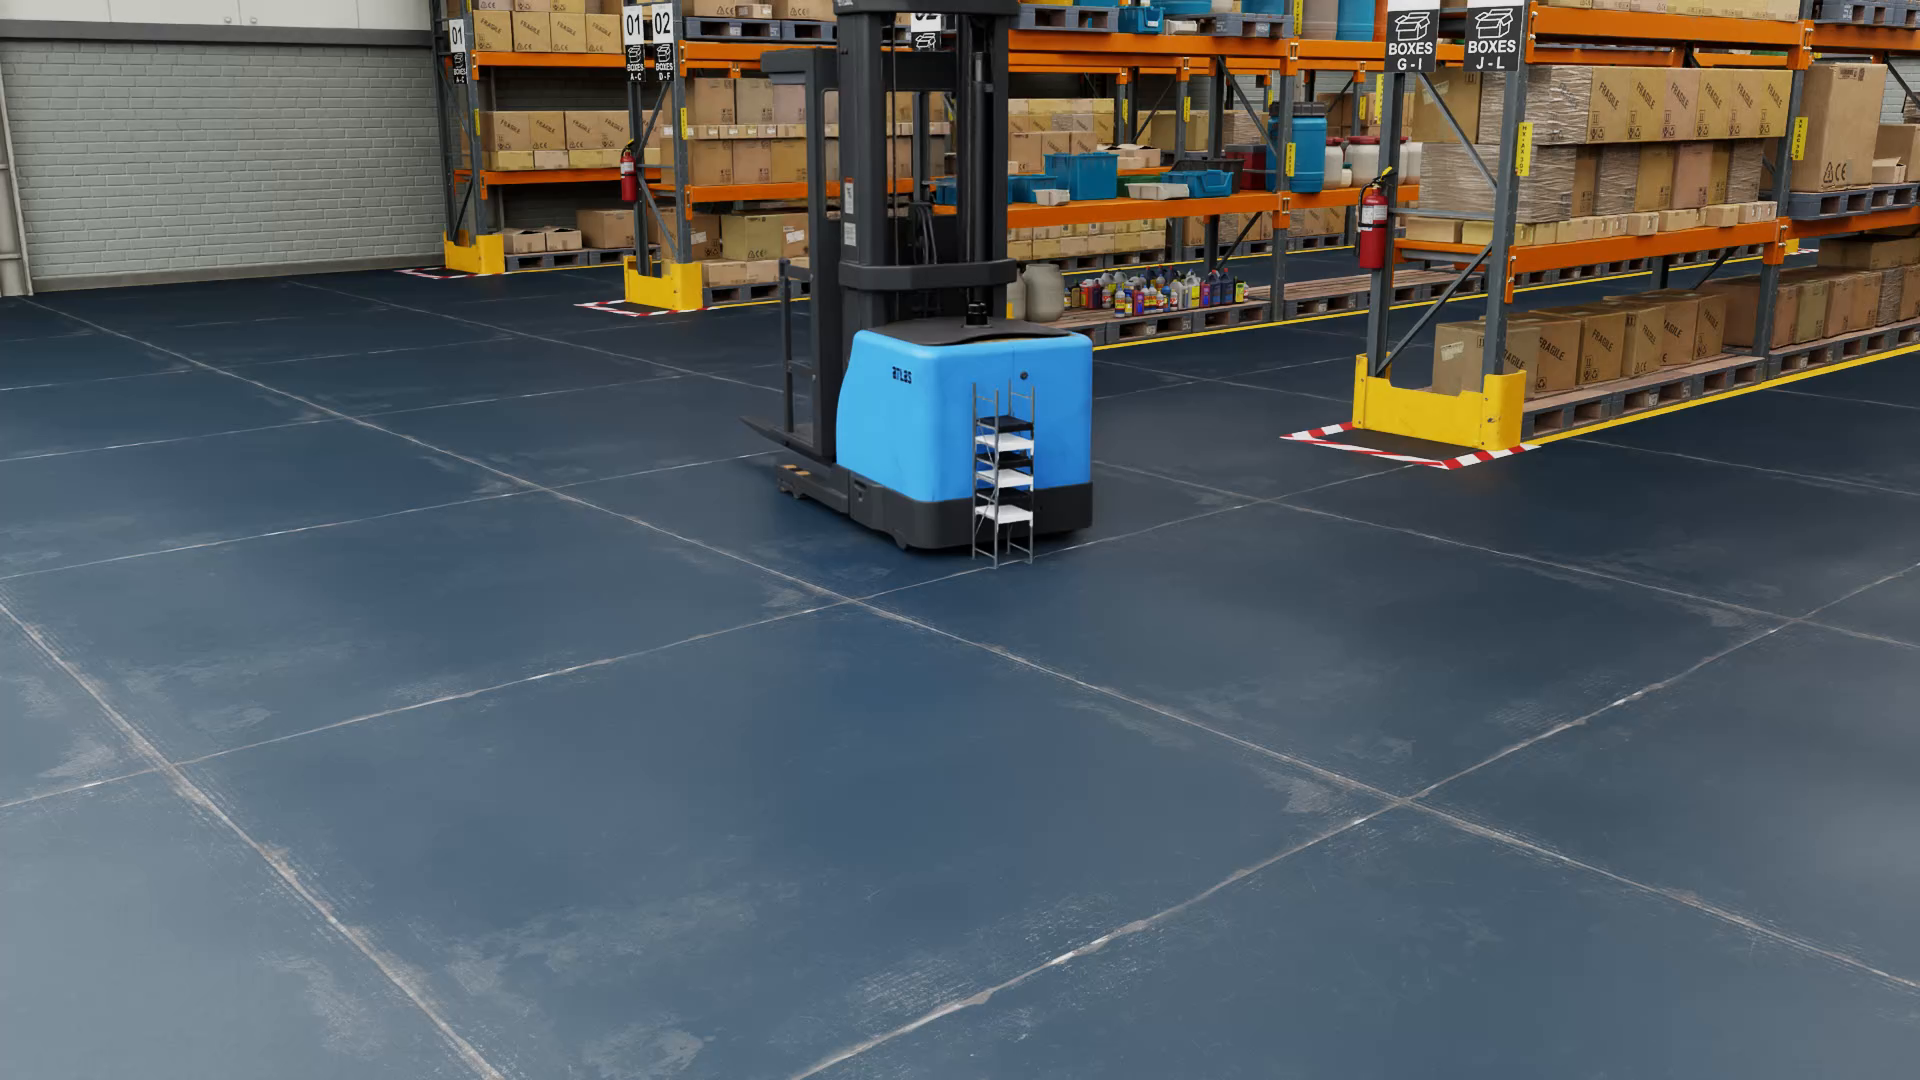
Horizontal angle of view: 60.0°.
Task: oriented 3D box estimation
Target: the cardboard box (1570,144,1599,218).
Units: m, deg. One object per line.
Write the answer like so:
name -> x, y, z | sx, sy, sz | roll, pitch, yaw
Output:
cardboard box -> 3.934, -2.545, 11.695 | 0.500, 0.500, 0.875 | -13, 19, -39

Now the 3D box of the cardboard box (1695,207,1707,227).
cardboard box -> 5.438, -2.468, 12.663 | 0.250, 0.149, 0.380 | -13, 19, -39

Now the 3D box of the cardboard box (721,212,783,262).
cardboard box -> -2.371, -3.456, 18.936 | 0.500, 0.500, 0.500 | -13, 19, -39

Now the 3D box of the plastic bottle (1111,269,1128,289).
plastic bottle -> 1.625, -2.572, 16.846 | 0.185, 0.351, 0.144 | -13, 20, -40

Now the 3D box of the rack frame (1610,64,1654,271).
rack frame -> 9.004, -5.154, 22.233 | 0.127, 3.000, 1.000 | -13, 19, -39

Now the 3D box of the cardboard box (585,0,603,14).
cardboard box -> -5.223, -7.422, 22.740 | 0.500, 0.500, 0.500 | -13, 20, -39

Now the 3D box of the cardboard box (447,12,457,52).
cardboard box -> -6.403, -6.677, 21.890 | 0.500, 0.500, 0.500 | -11, 18, -35

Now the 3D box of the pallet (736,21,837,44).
pallet -> -1.826, -5.815, 19.067 | 1.213, 0.211, 1.003 | -13, 19, -39

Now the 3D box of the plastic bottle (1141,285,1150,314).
plastic bottle -> 1.782, -2.320, 16.058 | 0.097, 0.271, 0.097 | 0, 15, 0

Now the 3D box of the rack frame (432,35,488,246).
rack frame -> -6.552, -5.050, 21.843 | 0.127, 3.000, 1.000 | -13, 19, -39

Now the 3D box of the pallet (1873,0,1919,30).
pallet -> 7.536, -4.453, 14.161 | 1.003, 0.211, 1.213 | -13, 19, -39

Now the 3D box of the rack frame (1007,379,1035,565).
rack frame -> 0.300, -0.336, 8.264 | 0.006, 0.900, 0.240 | -8, 17, -28

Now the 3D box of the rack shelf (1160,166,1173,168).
rack shelf -> 4.247, -5.433, 24.670 | 4.000, 0.370, 1.077 | -13, 19, -39

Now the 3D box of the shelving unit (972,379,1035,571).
shelving unit -> 0.212, -0.323, 8.216 | 0.210, 0.900, 0.258 | -8, 17, -28

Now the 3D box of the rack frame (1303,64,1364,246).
rack frame -> 5.755, -6.119, 25.846 | 0.127, 3.000, 1.000 | -13, 19, -39

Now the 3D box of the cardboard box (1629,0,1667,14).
cardboard box -> 4.497, -3.737, 11.405 | 0.500, 0.250, 0.500 | -13, 20, -40

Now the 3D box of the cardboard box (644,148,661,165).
cardboard box -> -4.443, -5.355, 23.235 | 0.500, 0.250, 0.500 | -13, 20, -40

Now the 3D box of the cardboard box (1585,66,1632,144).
cardboard box -> 4.178, -2.956, 11.295 | 0.500, 0.500, 0.500 | -13, 19, -39

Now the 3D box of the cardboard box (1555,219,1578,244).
cardboard box -> 3.974, -2.116, 11.345 | 0.250, 0.149, 0.380 | -13, 19, -39

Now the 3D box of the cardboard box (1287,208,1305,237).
cardboard box -> 4.814, -4.818, 24.965 | 0.500, 0.500, 0.500 | -12, 19, -39

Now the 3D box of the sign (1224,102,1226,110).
sign -> 5.159, -8.326, 32.277 | 0.005, 0.325, 0.100 | -13, 19, -39

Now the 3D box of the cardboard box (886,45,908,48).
cardboard box -> -0.883, -7.646, 25.885 | 0.500, 0.311, 0.500 | -13, 19, -39

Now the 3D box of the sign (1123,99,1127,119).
sign -> 2.864, -7.500, 28.925 | 0.005, 0.325, 0.100 | -13, 19, -39

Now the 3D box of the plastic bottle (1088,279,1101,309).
plastic bottle -> 1.328, -2.435, 16.464 | 0.133, 0.283, 0.061 | -13, 19, -39

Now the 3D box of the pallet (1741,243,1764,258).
pallet -> 11.374, -4.352, 24.635 | 1.213, 0.211, 1.003 | -13, 19, -39

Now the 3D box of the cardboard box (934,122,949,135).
cardboard box -> -0.344, -5.038, 20.347 | 0.250, 0.149, 0.380 | -13, 20, -39

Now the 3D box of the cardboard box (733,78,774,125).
cardboard box -> -2.503, -4.937, 18.713 | 0.500, 0.500, 0.700 | -13, 20, -41

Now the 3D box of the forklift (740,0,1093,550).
forklift -> -0.438, -1.700, 9.436 | 1.130, 2.935, 3.031 | -8, 17, -27

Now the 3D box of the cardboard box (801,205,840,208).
cardboard box -> -1.589, -3.814, 20.276 | 0.500, 0.500, 0.500 | -13, 19, -39

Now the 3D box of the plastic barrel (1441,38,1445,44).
plastic barrel -> 5.225, -6.071, 18.882 | 0.600, 0.901, 0.600 | 0, 15, 0

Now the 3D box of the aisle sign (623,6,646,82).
aisle sign -> -3.540, -5.388, 18.072 | 0.004, 0.787, 0.394 | -13, 19, -39

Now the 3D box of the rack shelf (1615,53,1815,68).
rack shelf -> 10.513, -6.595, 23.207 | 4.000, 0.370, 1.077 | -13, 19, -39

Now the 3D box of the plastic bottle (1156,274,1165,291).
plastic bottle -> 2.058, -2.589, 17.066 | 0.097, 0.271, 0.097 | 0, 15, 0

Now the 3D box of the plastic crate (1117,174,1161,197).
plastic crate -> 1.760, -3.522, 16.532 | 0.662, 0.188, 0.450 | -13, 19, -39

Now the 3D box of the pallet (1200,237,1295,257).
pallet -> 4.246, -4.419, 24.884 | 1.213, 0.211, 1.003 | -13, 19, -39

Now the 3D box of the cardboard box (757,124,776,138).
cardboard box -> -2.281, -4.602, 18.716 | 0.250, 0.149, 0.380 | -13, 20, -40

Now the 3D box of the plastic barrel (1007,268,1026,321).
plastic barrel -> 0.398, -2.249, 15.363 | 0.421, 0.512, 0.421 | 0, 15, 0

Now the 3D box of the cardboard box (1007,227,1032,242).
cardboard box -> 0.577, -4.015, 21.395 | 0.500, 0.311, 0.500 | -13, 20, -40

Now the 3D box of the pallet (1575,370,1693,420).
pallet -> 4.816, -1.159, 12.680 | 1.213, 0.211, 1.003 | -13, 19, -39

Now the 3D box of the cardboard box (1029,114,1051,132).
cardboard box -> 1.182, -6.900, 27.960 | 0.500, 0.500, 0.500 | -12, 19, -38

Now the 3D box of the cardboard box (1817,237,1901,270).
cardboard box -> 8.359, -2.668, 15.465 | 0.500, 0.250, 0.500 | -10, 18, -33

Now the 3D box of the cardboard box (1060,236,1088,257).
cardboard box -> 1.347, -3.919, 22.124 | 0.500, 0.250, 0.500 | -12, 19, -38

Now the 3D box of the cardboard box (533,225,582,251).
cardboard box -> -5.541, -4.160, 22.868 | 0.500, 0.311, 0.500 | -11, 18, -35

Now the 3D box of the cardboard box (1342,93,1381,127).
cardboard box -> 6.296, -6.676, 25.798 | 0.500, 0.500, 0.500 | -12, 19, -38

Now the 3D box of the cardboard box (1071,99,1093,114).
cardboard box -> 1.924, -7.433, 28.503 | 0.500, 0.250, 0.500 | -12, 19, -38

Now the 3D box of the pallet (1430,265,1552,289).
pallet -> 6.554, -3.271, 20.587 | 1.213, 0.211, 1.003 | -13, 19, -39

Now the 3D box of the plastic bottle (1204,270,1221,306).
plastic bottle -> 2.528, -2.534, 16.705 | 0.185, 0.351, 0.144 | -14, 20, -42

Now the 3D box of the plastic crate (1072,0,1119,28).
plastic crate -> 1.192, -4.944, 15.667 | 0.575, 0.384, 0.392 | -13, 19, -39

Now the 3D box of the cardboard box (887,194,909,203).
cardboard box -> -1.026, -5.278, 26.688 | 0.500, 0.500, 0.700 | -12, 19, -39

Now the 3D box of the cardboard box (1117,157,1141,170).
cardboard box -> 2.241, -5.114, 22.570 | 0.250, 0.149, 0.380 | -13, 19, -39

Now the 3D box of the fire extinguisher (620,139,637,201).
fire extinguisher -> -3.691, -4.119, 18.509 | 0.183, 0.674, 0.296 | -13, 19, -39

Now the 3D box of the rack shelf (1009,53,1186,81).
rack shelf -> 1.229, -6.204, 21.746 | 4.000, 0.370, 1.077 | -13, 19, -39

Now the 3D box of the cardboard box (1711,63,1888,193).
cardboard box -> 6.912, -3.435, 13.820 | 1.000, 1.000, 1.000 | -12, 19, -39

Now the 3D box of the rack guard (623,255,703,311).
rack guard -> -3.315, -2.875, 18.543 | 0.348, 0.500, 1.175 | -13, 19, -39
